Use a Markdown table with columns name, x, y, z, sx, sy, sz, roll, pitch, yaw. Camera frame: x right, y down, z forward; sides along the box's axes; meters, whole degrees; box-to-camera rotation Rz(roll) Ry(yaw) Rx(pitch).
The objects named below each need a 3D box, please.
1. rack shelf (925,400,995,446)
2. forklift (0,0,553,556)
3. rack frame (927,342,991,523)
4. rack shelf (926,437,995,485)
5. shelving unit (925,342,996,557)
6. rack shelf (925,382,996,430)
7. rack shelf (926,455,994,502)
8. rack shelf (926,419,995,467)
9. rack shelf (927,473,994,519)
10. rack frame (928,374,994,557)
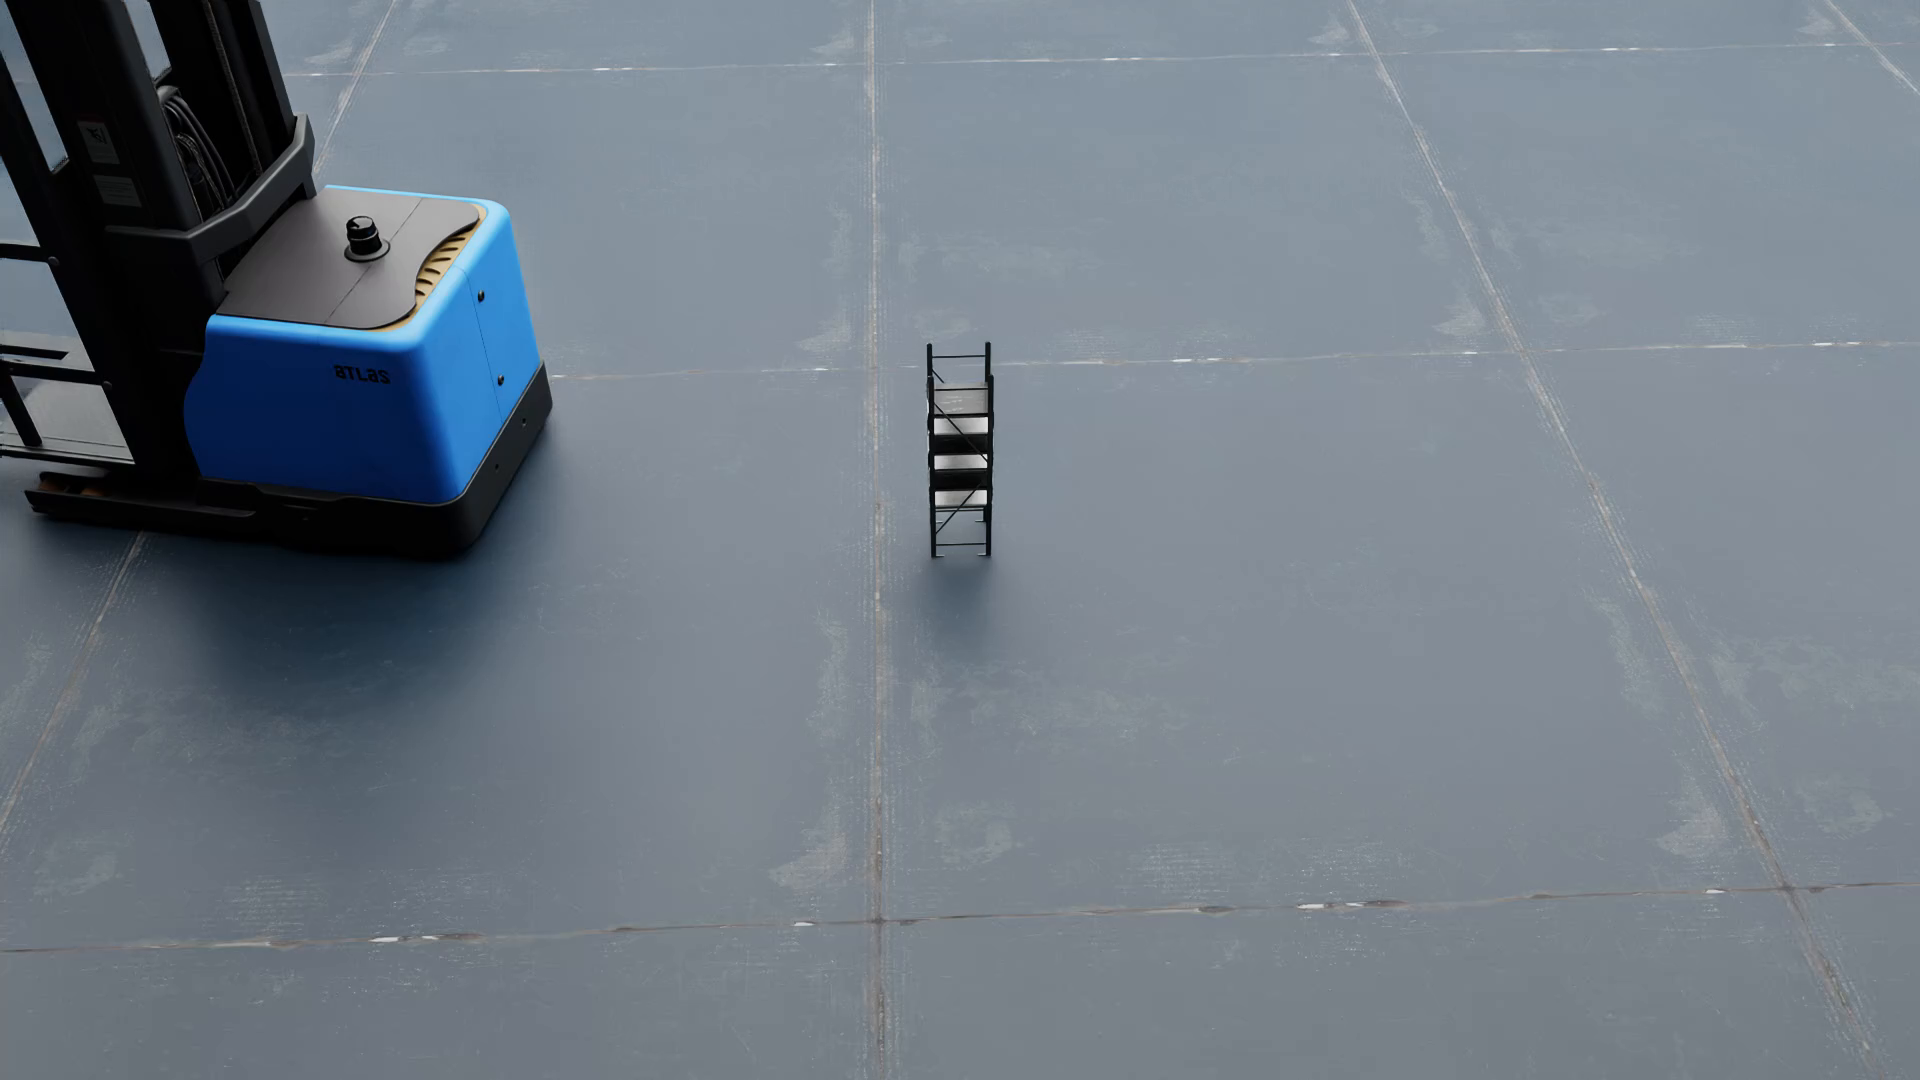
| name | x | y | z | sx | sy | sz | roll | pitch | yaw |
| --- | --- | --- | --- | --- | --- | --- | --- | --- | --- |
| rack shelf | 0.000 | -0.445 | 6.353 | 0.258 | 0.077 | 0.200 | -2 | 43 | -2 |
| forklift | -3.350 | -1.496 | 6.212 | 3.031 | 2.935 | 1.130 | 7 | 43 | 7 |
| rack frame | -0.005 | -0.406 | 6.527 | 0.240 | 0.900 | 0.006 | -2 | 43 | -2 |
| rack shelf | 0.000 | -0.313 | 6.474 | 0.258 | 0.077 | 0.200 | -2 | 43 | -2 |
| shelving unit | 0.000 | -0.337 | 6.452 | 0.258 | 0.900 | 0.210 | -2 | 43 | -2 |
| rack shelf | 0.000 | -0.512 | 6.292 | 0.258 | 0.077 | 0.200 | -2 | 43 | -2 |
| rack shelf | 0.000 | -0.246 | 6.535 | 0.258 | 0.077 | 0.200 | -2 | 43 | -2 |
| rack shelf | 0.000 | -0.379 | 6.414 | 0.258 | 0.077 | 0.200 | -2 | 43 | -2 |
| rack shelf | 0.000 | -0.180 | 6.596 | 0.258 | 0.077 | 0.200 | -2 | 43 | -2 |
| rack frame | 0.004 | -0.269 | 6.377 | 0.240 | 0.900 | 0.006 | -2 | 43 | -2 |
